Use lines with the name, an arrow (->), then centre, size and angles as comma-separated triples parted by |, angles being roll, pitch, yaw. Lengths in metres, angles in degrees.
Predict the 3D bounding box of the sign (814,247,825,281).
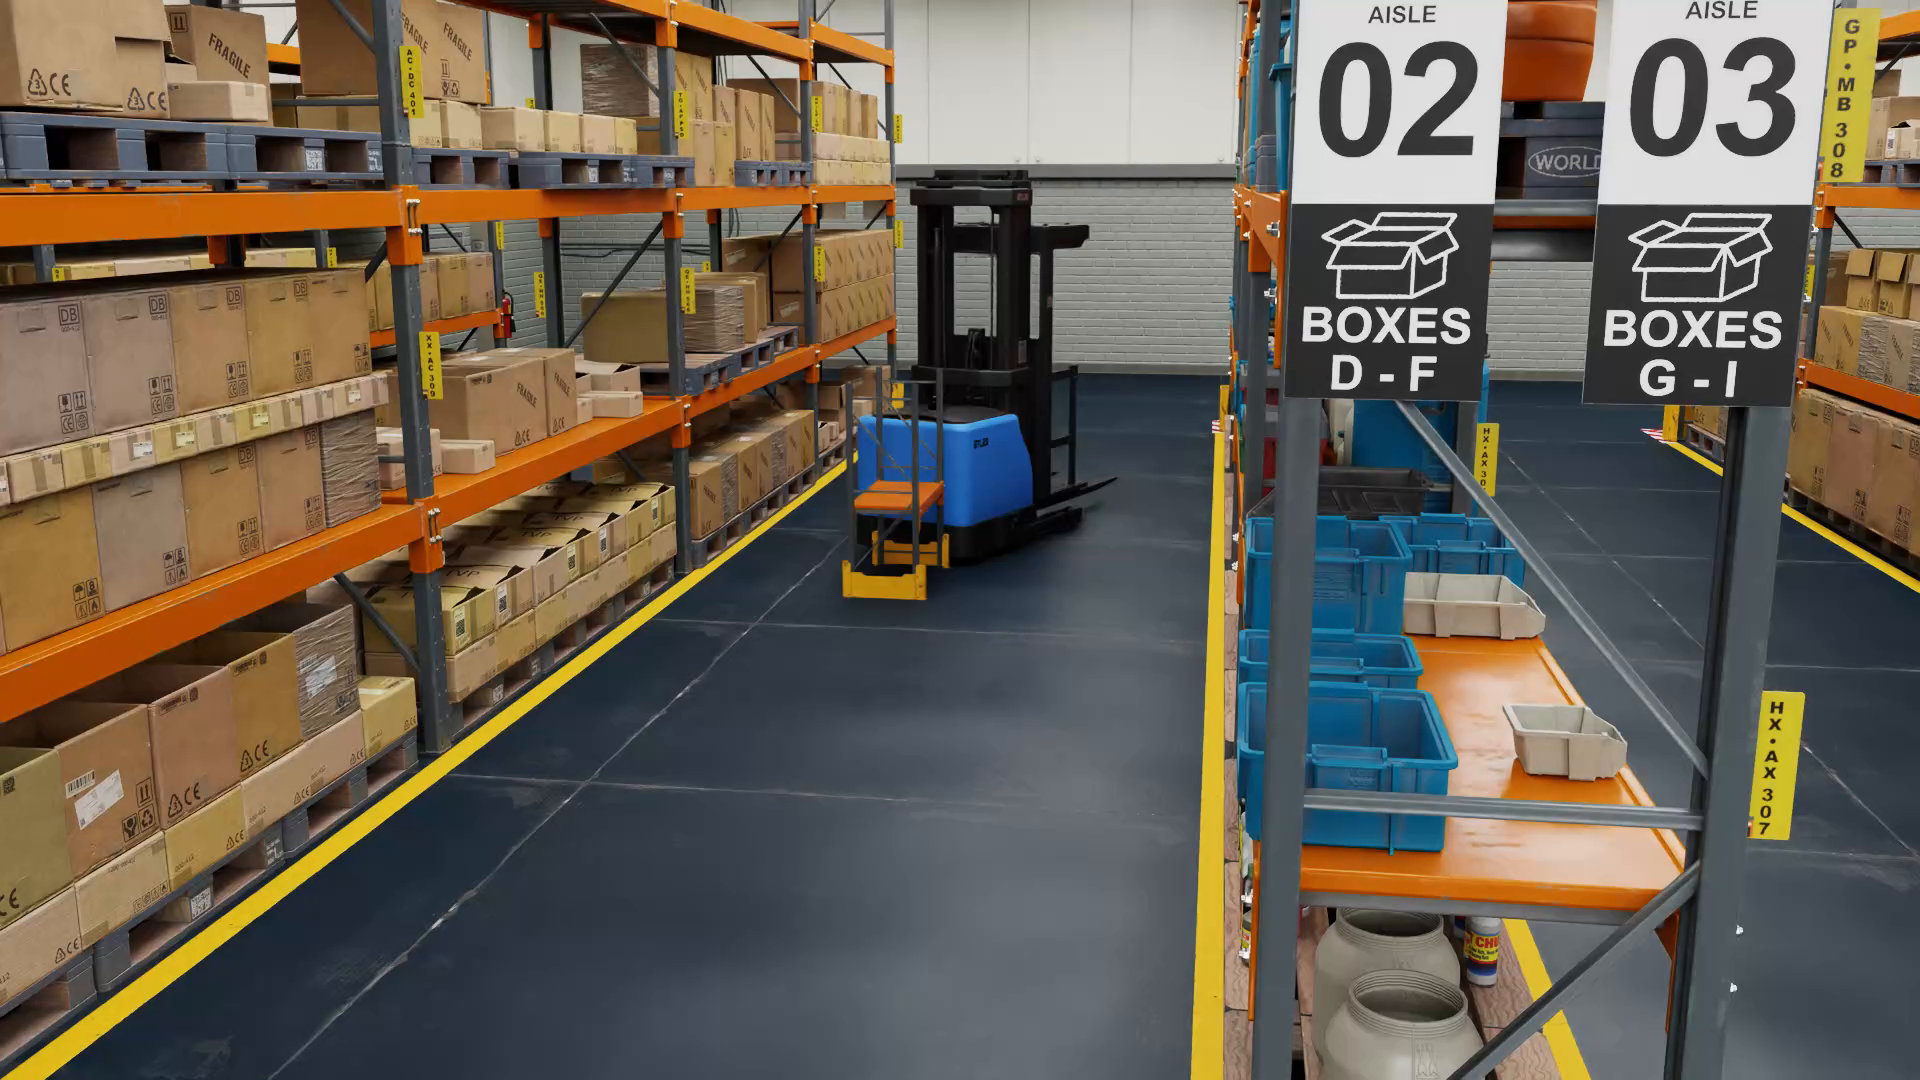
sign -> -1.331, -2.615, 15.760 | 0.100, 0.325, 0.005 | 2, 12, 9

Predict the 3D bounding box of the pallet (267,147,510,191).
pallet -> -2.988, -1.958, 8.793 | 0.805, 0.209, 1.217 | 1, 12, 6

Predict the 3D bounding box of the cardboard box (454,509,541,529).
cardboard box -> -3.019, -0.054, 10.822 | 0.500, 0.311, 0.500 | 2, 12, 7

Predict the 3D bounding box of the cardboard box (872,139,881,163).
cardboard box -> -1.169, -4.317, 18.455 | 0.500, 0.250, 0.500 | 2, 12, 9

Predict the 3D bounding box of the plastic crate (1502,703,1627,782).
plastic crate -> 1.624, 0.546, 4.466 | 0.298, 0.136, 0.250 | 2, 12, 9

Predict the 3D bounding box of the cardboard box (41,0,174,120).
cardboard box -> -3.488, -1.853, 6.277 | 0.797, 0.503, 0.637 | 3, 13, 15

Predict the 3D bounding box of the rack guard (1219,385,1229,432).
rack guard -> 3.620, -1.521, 19.366 | 1.175, 0.500, 0.348 | 2, 12, 9

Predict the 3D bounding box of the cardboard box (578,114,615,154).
cardboard box -> -2.572, -2.626, 10.798 | 0.500, 0.250, 0.500 | 2, 12, 10

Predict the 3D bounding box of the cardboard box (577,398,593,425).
cardboard box -> -2.636, -0.844, 10.884 | 0.380, 0.149, 0.250 | 3, 12, 13

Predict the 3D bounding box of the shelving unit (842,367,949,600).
shelving unit -> -0.451, -0.435, 11.950 | 0.587, 1.500, 1.083 | 2, 12, 9

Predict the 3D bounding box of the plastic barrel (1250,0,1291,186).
plastic barrel -> 1.647, -2.064, 7.641 | 0.600, 0.901, 0.708 | 2, 12, 9

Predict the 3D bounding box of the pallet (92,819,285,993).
pallet -> -3.460, 1.381, 6.584 | 1.003, 0.211, 1.213 | 2, 12, 9

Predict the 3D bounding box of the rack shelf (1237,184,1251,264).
rack shelf -> 2.091, -1.771, 9.178 | 1.077, 0.370, 4.000 | 2, 12, 9

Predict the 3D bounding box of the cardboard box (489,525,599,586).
cardboard box -> -2.566, 0.066, 10.268 | 0.500, 0.311, 0.500 | 2, 12, 10

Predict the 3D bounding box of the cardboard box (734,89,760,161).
cardboard box -> -2.111, -3.593, 14.456 | 0.600, 0.600, 0.600 | 2, 12, 8

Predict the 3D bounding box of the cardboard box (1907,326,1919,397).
cardboard box -> 7.283, -1.283, 12.091 | 0.500, 0.500, 0.500 | 1, 12, 7

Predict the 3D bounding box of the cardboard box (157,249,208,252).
cardboard box -> -7.178, -2.600, 15.669 | 0.500, 0.250, 0.500 | 2, 12, 9

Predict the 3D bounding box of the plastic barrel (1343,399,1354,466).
plastic barrel -> 2.147, -0.498, 8.363 | 0.433, 0.535, 0.433 | 0, 12, 0

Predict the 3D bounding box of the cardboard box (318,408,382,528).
cardboard box -> -3.173, -0.357, 7.794 | 0.700, 0.500, 0.500 | 2, 12, 7

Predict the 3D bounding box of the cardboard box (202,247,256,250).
cardboard box -> -7.104, -2.709, 16.175 | 0.500, 0.250, 0.500 | 2, 12, 10

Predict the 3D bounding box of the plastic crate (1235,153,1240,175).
plastic crate -> 3.122, -3.865, 17.333 | 0.504, 0.338, 0.767 | 2, 12, 9

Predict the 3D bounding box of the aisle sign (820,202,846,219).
aisle sign -> -1.545, -4.194, 19.662 | 0.394, 0.787, 0.004 | 2, 12, 9

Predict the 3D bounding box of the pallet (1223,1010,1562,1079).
pallet -> 1.264, 1.770, 4.781 | 1.003, 0.211, 1.213 | 2, 12, 9

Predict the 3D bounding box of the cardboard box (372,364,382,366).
cardboard box -> -6.619, -1.872, 18.458 | 0.380, 0.149, 0.250 | 2, 12, 9

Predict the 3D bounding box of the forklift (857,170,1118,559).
forklift -> 0.377, -1.551, 13.734 | 1.130, 2.935, 3.031 | 7, 14, 30

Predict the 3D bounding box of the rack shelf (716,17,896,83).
rack shelf -> -1.573, -5.062, 17.338 | 1.077, 0.370, 4.000 | 2, 12, 9

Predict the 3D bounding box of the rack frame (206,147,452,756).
rack frame -> -3.111, -0.401, 8.234 | 1.000, 3.000, 0.127 | 2, 12, 9

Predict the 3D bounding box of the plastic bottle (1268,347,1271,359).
plastic bottle -> 2.456, -1.449, 13.401 | 0.097, 0.271, 0.097 | 0, 12, 0

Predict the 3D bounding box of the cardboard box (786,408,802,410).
cardboard box -> -1.958, -1.251, 17.516 | 0.500, 0.311, 0.500 | 2, 12, 9

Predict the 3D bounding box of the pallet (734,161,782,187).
pallet -> -2.206, -3.091, 14.044 | 1.213, 0.211, 1.003 | 2, 12, 9

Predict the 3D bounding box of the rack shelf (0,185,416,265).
rack shelf -> -3.418, -1.099, 6.062 | 1.077, 0.370, 4.000 | 2, 12, 9

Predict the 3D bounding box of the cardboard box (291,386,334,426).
cardboard box -> -3.018, -0.598, 7.369 | 0.380, 0.149, 0.250 | 2, 12, 7

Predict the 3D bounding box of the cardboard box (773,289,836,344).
cardboard box -> -1.533, -2.213, 16.403 | 0.500, 0.500, 0.500 | 2, 12, 10

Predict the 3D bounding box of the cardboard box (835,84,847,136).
cardboard box -> -1.555, -4.377, 16.951 | 0.700, 0.500, 0.500 | 2, 12, 9

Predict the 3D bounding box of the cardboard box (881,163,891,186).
cardboard box -> -1.084, -4.177, 18.989 | 0.500, 0.250, 0.500 | 2, 12, 9

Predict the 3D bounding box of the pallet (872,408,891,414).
pallet -> -1.398, -1.354, 19.276 | 1.003, 0.211, 1.213 | 2, 12, 9

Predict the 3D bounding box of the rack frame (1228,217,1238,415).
rack frame -> 3.629, -2.738, 19.077 | 1.000, 3.000, 0.127 | 2, 12, 9

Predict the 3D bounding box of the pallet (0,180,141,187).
pallet -> -7.344, -2.903, 13.173 | 1.213, 0.211, 1.003 | 2, 12, 11

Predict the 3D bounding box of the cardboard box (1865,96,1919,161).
cardboard box -> 7.828, -3.344, 13.536 | 0.700, 0.500, 0.500 | 2, 12, 10

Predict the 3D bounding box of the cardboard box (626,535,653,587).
cardboard box -> -2.411, 0.130, 11.300 | 0.500, 0.250, 0.500 | 2, 12, 8

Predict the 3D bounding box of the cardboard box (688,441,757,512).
cardboard box -> -1.986, -0.526, 13.702 | 0.500, 0.500, 0.500 | 2, 12, 8

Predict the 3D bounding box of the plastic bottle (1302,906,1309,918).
plastic bottle -> 1.231, 1.269, 6.083 | 0.097, 0.201, 0.097 | 0, 12, 0

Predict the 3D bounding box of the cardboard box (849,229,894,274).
cardboard box -> -1.062, -3.335, 19.238 | 0.500, 0.500, 0.500 | 2, 12, 8

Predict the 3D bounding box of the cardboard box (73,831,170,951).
cardboard box -> -3.273, 1.258, 6.067 | 0.500, 0.250, 0.500 | 2, 12, 9

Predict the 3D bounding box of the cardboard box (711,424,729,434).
cardboard box -> -2.351, -0.752, 14.750 | 0.500, 0.500, 0.500 | 2, 12, 9

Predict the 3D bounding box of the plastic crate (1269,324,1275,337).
plastic crate -> 2.920, -2.042, 16.358 | 0.437, 0.125, 0.590 | 2, 12, 9

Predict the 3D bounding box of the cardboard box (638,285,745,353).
cardboard box -> -2.181, -1.807, 13.523 | 0.700, 0.500, 0.500 | 4, 13, 19

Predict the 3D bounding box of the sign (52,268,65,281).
sign -> -6.853, -1.905, 12.653 | 0.100, 0.325, 0.005 | 2, 12, 9

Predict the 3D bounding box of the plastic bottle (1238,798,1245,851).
plastic bottle -> 1.154, 1.100, 6.673 | 0.061, 0.283, 0.133 | 2, 12, 11

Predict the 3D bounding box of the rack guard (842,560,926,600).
rack guard -> -0.529, 0.280, 11.601 | 0.587, 0.250, 0.087 | 2, 12, 9

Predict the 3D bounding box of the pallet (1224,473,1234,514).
pallet -> 2.854, -0.383, 14.768 | 1.003, 0.211, 1.213 | 2, 12, 9

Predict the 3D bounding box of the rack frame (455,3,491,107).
rack frame -> -6.160, -5.991, 19.935 | 1.000, 3.000, 0.127 | 2, 12, 9

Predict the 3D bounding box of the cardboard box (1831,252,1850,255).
cardboard box -> 8.317, -2.377, 15.273 | 0.500, 0.500, 0.500 | 2, 12, 9

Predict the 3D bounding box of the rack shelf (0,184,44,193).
rack shelf -> -7.698, -2.092, 10.667 | 1.077, 0.370, 4.000 | 2, 12, 9

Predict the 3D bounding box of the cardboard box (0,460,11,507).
cardboard box -> -3.334, -0.168, 5.378 | 0.380, 0.149, 0.250 | 2, 12, 8
